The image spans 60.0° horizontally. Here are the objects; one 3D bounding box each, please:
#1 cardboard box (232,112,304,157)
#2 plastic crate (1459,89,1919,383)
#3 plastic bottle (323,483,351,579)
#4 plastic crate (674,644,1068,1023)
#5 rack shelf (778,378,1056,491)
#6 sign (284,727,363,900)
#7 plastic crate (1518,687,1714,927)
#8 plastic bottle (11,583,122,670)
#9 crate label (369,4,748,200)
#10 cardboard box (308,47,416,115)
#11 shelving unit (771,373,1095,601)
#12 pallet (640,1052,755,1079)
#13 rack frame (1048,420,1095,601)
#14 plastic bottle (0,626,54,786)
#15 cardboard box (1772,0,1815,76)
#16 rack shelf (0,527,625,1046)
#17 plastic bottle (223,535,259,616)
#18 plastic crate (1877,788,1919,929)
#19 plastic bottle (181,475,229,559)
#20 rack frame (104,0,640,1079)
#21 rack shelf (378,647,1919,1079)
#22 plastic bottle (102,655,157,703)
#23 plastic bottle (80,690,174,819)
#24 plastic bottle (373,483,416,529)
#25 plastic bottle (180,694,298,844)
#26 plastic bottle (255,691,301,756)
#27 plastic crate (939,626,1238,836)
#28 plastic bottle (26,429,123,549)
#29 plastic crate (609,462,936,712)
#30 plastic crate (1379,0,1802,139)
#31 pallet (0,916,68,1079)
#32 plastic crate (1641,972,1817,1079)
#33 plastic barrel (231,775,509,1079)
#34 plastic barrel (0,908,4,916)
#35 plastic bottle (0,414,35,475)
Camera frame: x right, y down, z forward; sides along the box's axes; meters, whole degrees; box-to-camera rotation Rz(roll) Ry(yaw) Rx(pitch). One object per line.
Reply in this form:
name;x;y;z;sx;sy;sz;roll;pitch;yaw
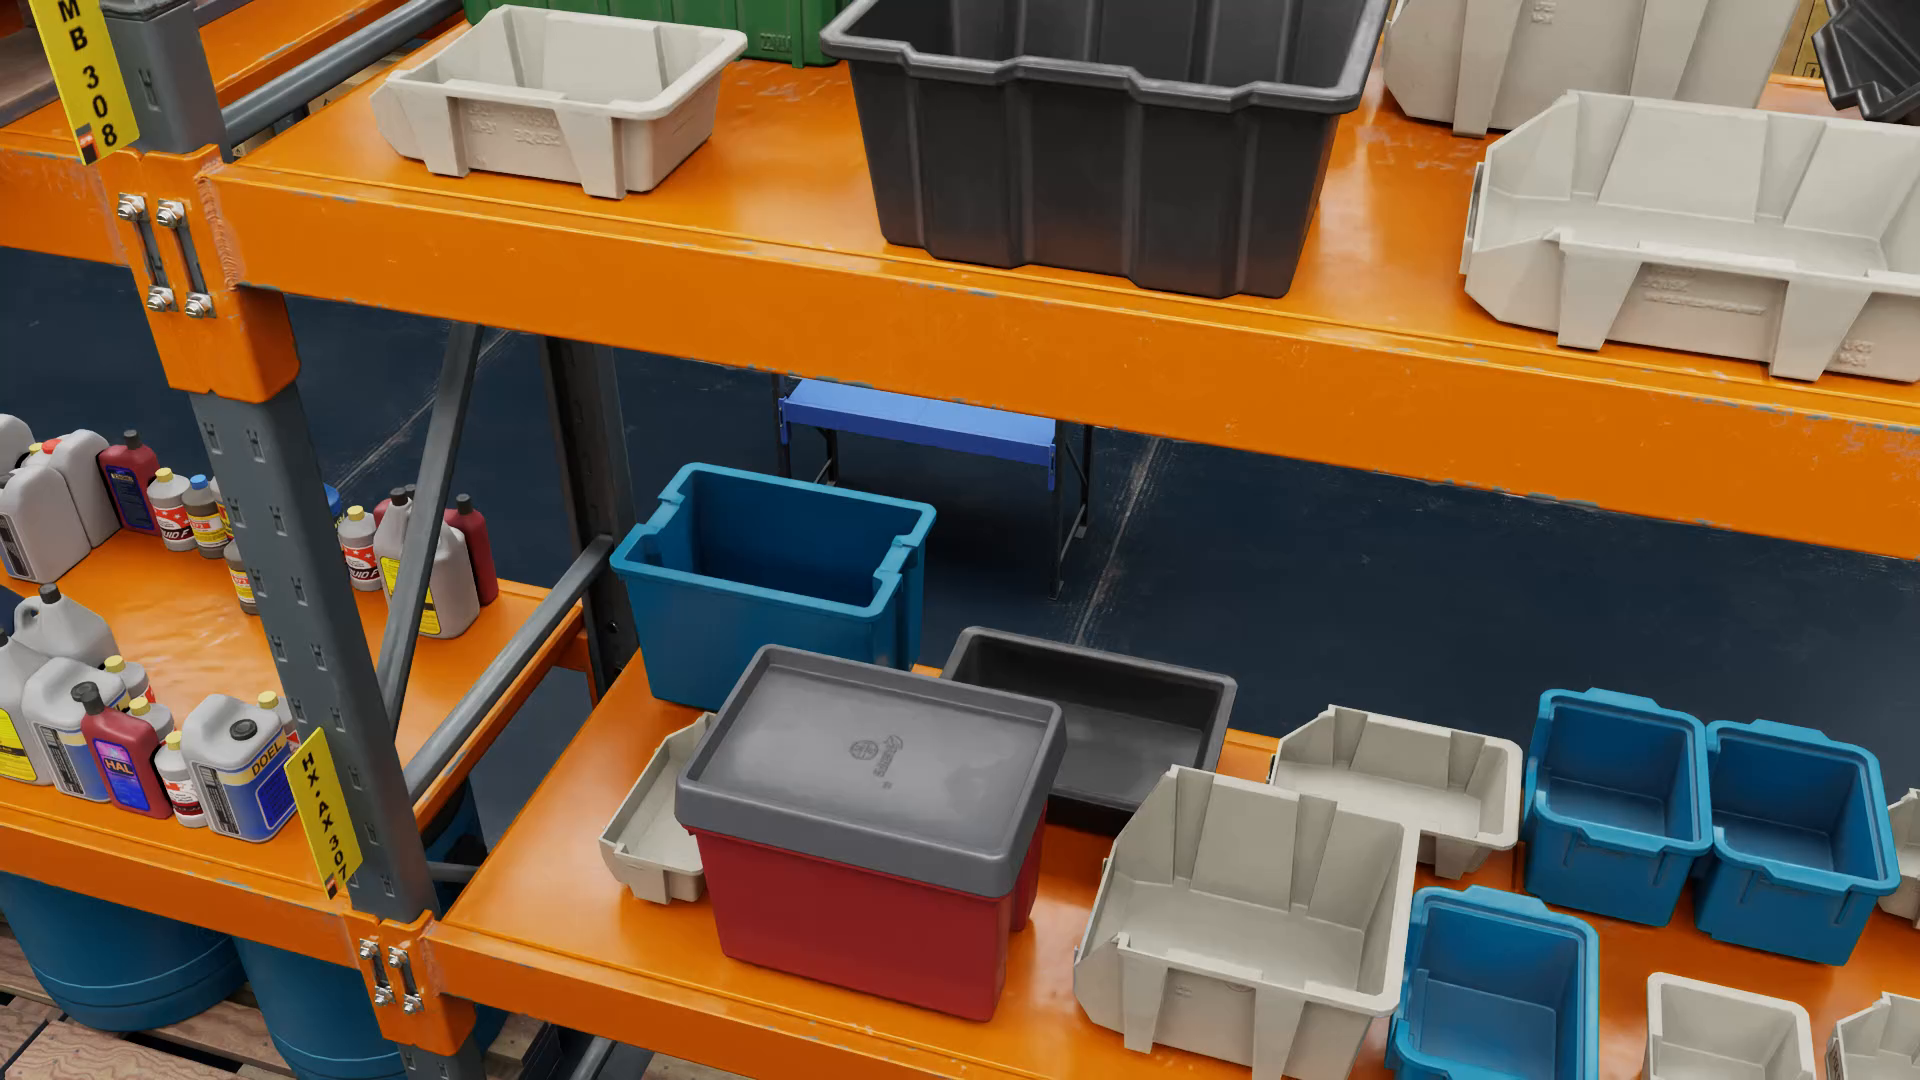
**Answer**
cardboard box;-3.833;-2.254;8.747;0.500;0.250;0.500;11;38;15
plastic crate;0.851;-0.348;1.884;0.530;0.136;0.437;10;38;14
plastic bottle;-1.479;-0.033;3.873;0.097;0.271;0.097;0;36;0
plastic crate;-0.143;0.522;2.906;0.583;0.464;0.402;10;38;14
rack shelf;-0.081;-0.474;5.933;1.000;0.185;0.538;10;38;14
sign;-1.086;0.471;2.845;0.005;0.325;0.100;10;38;14
plastic crate;1.217;0.507;3.122;0.300;0.233;0.416;10;38;14
plastic bottle;-1.853;0.233;3.445;0.185;0.351;0.144;10;38;14
crate label;-0.540;-0.580;2.199;0.466;0.136;0.293;10;38;14
cardboard box;-2.909;-2.165;8.399;0.500;0.500;0.500;12;38;16
shelving unit;-0.081;-0.619;5.826;1.048;1.500;0.538;10;38;14
pallet;-0.207;1.503;4.030;1.213;0.211;1.003;10;38;14
rack frame;0.404;-0.529;5.704;0.032;1.500;0.500;10;38;14
plastic bottle;-1.896;0.315;3.334;0.185;0.351;0.144;10;38;14
cardboard box;2.899;-1.969;6.311;0.500;0.500;0.500;11;38;14
rack shelf;-2.830;0.208;4.043;4.000;0.370;1.077;10;38;14
plastic bottle;-1.618;0.064;3.800;0.097;0.201;0.097;0;36;0
plastic crate;1.831;0.608;3.066;0.298;0.136;0.250;10;38;14
plastic bottle;-1.794;-0.063;3.973;0.097;0.201;0.097;0;36;0
rack frame;-0.921;0.272;3.350;0.127;3.000;1.000;10;38;14
rack shelf;0.988;0.915;3.083;4.000;0.370;1.077;10;38;14
plastic bottle;-1.722;0.327;3.443;0.097;0.201;0.097;0;36;0
plastic bottle;-1.628;0.417;3.251;0.133;0.283;0.061;10;38;14
plastic bottle;-1.271;-0.011;3.833;0.133;0.283;0.061;10;38;14
plastic bottle;-1.393;0.435;3.233;0.135;0.276;0.152;10;38;14
plastic bottle;-1.374;0.391;3.355;0.097;0.201;0.097;0;36;0
plastic crate;0.228;0.404;3.351;0.590;0.125;0.437;10;38;14
plastic bottle;-2.133;-0.139;4.013;0.135;0.276;0.152;10;38;14
plastic crate;-0.373;0.144;3.487;0.575;0.384;0.392;10;38;14
plastic crate;0.874;-0.748;2.305;0.530;0.282;0.437;10;38;14
pallet;-2.813;1.021;4.685;1.213;0.211;1.003;10;38;14
plastic crate;1.231;0.883;2.692;0.250;0.136;0.298;10;38;14
plastic barrel;-1.435;0.842;3.991;0.708;0.901;0.600;10;38;14
plastic barrel;-2.623;0.724;4.481;0.421;0.512;0.421;0;36;0
plastic bottle;-2.354;-0.180;4.069;0.135;0.276;0.152;10;38;14
